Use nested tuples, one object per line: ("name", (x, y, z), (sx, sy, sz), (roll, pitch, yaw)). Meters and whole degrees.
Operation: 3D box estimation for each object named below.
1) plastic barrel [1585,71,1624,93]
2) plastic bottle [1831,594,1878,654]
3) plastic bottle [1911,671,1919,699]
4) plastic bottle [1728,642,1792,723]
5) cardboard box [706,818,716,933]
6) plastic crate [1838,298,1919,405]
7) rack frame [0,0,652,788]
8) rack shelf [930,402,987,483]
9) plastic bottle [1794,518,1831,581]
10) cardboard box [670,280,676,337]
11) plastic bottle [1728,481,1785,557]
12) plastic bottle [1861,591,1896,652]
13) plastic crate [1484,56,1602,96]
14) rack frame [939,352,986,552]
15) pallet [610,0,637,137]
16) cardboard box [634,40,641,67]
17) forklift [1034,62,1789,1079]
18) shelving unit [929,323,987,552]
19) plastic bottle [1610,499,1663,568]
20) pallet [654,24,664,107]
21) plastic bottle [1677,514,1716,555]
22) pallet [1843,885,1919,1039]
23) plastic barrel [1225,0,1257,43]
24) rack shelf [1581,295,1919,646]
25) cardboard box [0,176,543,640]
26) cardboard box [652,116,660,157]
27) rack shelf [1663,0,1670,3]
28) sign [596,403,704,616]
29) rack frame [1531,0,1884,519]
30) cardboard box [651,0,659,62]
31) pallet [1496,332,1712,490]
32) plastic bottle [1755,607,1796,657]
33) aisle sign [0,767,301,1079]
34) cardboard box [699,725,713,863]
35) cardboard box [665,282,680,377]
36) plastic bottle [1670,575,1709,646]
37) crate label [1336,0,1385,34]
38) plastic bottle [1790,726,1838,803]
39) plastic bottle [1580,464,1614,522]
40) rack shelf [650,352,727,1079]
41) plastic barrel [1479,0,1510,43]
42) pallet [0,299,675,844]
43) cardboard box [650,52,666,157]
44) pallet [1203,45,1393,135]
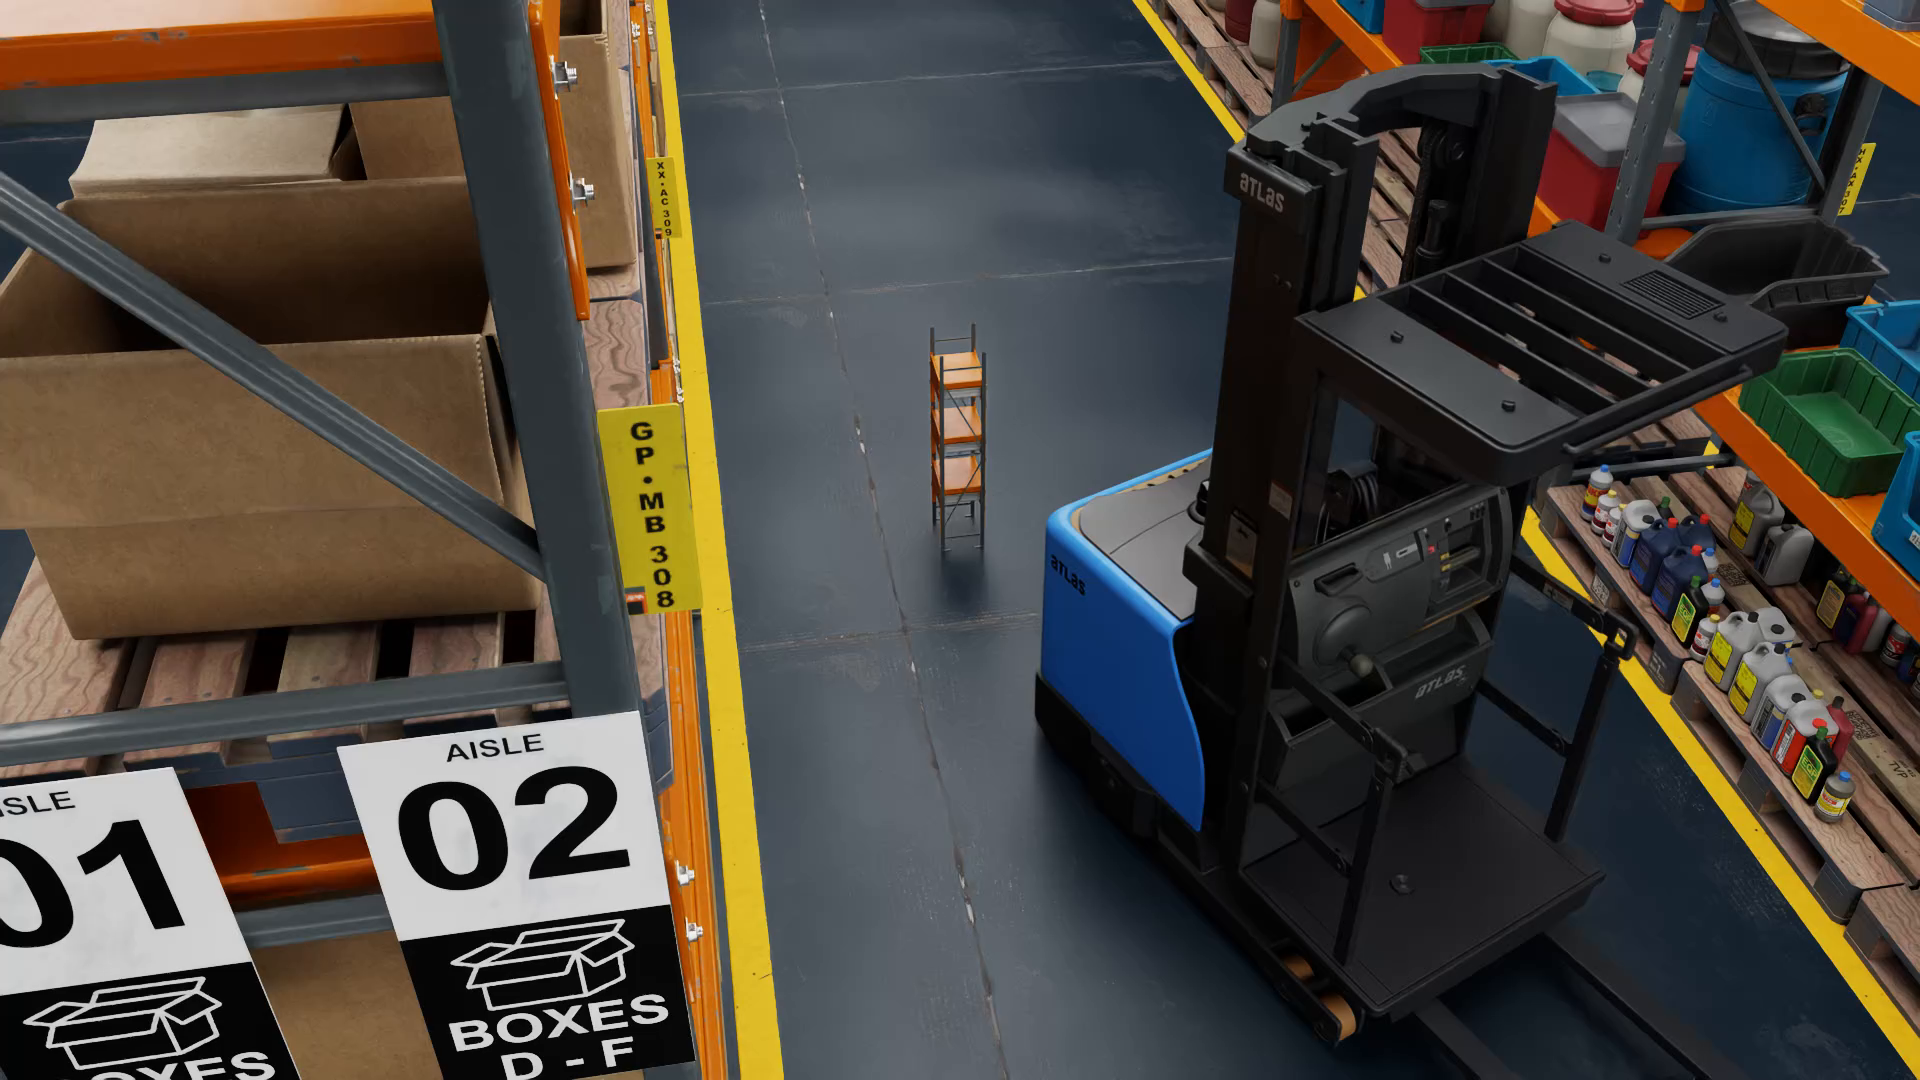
("plastic barrel", (3.155, -2.124, 8.152), (0.301, 0.262, 0.301), (0, 38, 0))
("plastic bottle", (3.642, 0.316, 6.754), (0.061, 0.283, 0.133), (-6, 38, -8))
("plastic bottle", (3.831, 0.529, 6.547), (0.097, 0.201, 0.097), (0, 38, 0))
("plastic bottle", (3.109, 0.525, 6.430), (0.144, 0.351, 0.185), (-5, 38, -6))
("cardboard box", (-1.076, 0.954, 5.365), (0.500, 0.500, 0.500), (-6, 38, -8))
("plastic crate", (3.697, -0.665, 6.282), (0.499, 0.251, 0.616), (-6, 38, -8))
("rack frame", (-0.940, -0.785, 1.426), (1.000, 3.000, 0.127), (-6, 38, -8))
("rack shelf", (-0.009, -0.439, 7.476), (0.215, 0.259, 0.240), (-6, 38, -8))
("plastic bottle", (3.666, -0.016, 7.127), (0.144, 0.351, 0.185), (-8, 39, -10))
("cardboard box", (-1.739, -1.111, 8.634), (0.500, 0.250, 0.500), (-6, 38, -7))
("plastic bottle", (3.490, -0.117, 7.256), (0.144, 0.351, 0.185), (-6, 38, -8))
("plastic bottle", (3.747, 0.307, 6.772), (0.152, 0.276, 0.135), (-6, 38, -7))
("plastic crate", (2.736, -1.989, 7.878), (0.392, 0.384, 0.575), (-6, 38, -8))
("rack frame", (0.012, -0.373, 7.375), (0.200, 1.050, 0.008), (-6, 38, -8))
("pallet", (-1.467, -1.469, 4.823), (1.003, 0.211, 1.213), (-6, 38, -8))
("cardboard box", (-1.913, -2.635, 8.902), (0.380, 0.149, 0.250), (-6, 38, -8))
("forklift", (1.516, 0.193, 5.113), (1.130, 2.935, 3.031), (-21, 43, -25))
("shelving unit", (-0.009, -0.447, 7.470), (0.215, 1.050, 0.252), (-6, 38, -8))
("plastic bottle", (2.944, -0.029, 7.204), (0.152, 0.276, 0.135), (-5, 38, -6))
("pallet", (-2.647, -3.337, 11.874), (1.003, 0.211, 1.213), (-6, 38, -8))
("plastic bottle", (3.111, 0.026, 7.072), (0.144, 0.351, 0.185), (-6, 38, -8))
("pallet", (3.740, 1.622, 5.490), (1.003, 0.211, 1.213), (-6, 38, -8))
("plastic barrel", (2.234, -3.968, 12.036), (0.600, 0.588, 0.708), (-6, 38, -8))
("rack shelf", (3.586, 0.129, 5.725), (1.077, 0.370, 4.000), (-6, 38, -8))
("cardboard box", (-1.037, -0.210, 2.590), (0.797, 0.503, 0.637), (-4, 38, -5))
("cardboard box", (-2.009, -2.260, 9.655), (0.500, 0.311, 0.500), (-5, 38, -7))
("rack shelf", (2.885, -3.471, 7.914), (1.077, 0.370, 4.000), (-6, 38, -8))
("sign", (-0.393, -0.033, 2.126), (0.100, 0.325, 0.005), (-6, 38, -8))
("rack frame", (3.236, -1.363, 7.059), (1.000, 3.000, 0.127), (-6, 38, -8))
("cardboard box", (-2.418, -3.674, 11.713), (0.500, 0.500, 0.500), (-7, 38, -9))
("pallet", (3.060, -0.732, 8.520), (1.003, 0.211, 1.213), (-6, 38, -8))
("plastic bottle", (3.218, 0.411, 6.637), (0.152, 0.276, 0.135), (-6, 38, -8))
("aisle sign", (-1.218, 0.629, 2.377), (0.394, 0.787, 0.004), (-6, 38, -8))
("cardboard box", (-1.165, 0.948, 5.984), (0.500, 0.250, 0.500), (-6, 38, -8))
("cardboard box", (-1.643, -1.025, 8.067), (0.500, 0.311, 0.500), (-7, 38, -9))
("plastic bottle", (2.990, 0.287, 6.791), (0.061, 0.283, 0.133), (-5, 38, -6))
("crate label", (2.442, -3.163, 9.348), (0.502, 0.435, 0.616), (-6, 38, -8))
("plastic bottle", (3.145, 0.822, 6.103), (0.061, 0.283, 0.133), (-5, 38, -7))
("plastic bottle", (2.860, -0.219, 7.453), (0.097, 0.271, 0.097), (0, 38, 0))
("rack shelf", (-1.291, 0.660, 5.042), (1.077, 0.370, 4.000), (-6, 38, -8))
("plastic barrel", (2.999, -2.970, 9.037), (0.421, 0.512, 0.421), (0, 38, 0))
("pallet", (-1.039, 0.004, 2.926), (1.003, 0.211, 1.213), (-6, 38, -8))
("cardboard box", (-2.141, -2.740, 10.511), (0.500, 0.500, 0.500), (-5, 38, -6))
("pallet", (2.355, -3.149, 11.631), (1.003, 0.211, 1.213), (-6, 38, -8))
